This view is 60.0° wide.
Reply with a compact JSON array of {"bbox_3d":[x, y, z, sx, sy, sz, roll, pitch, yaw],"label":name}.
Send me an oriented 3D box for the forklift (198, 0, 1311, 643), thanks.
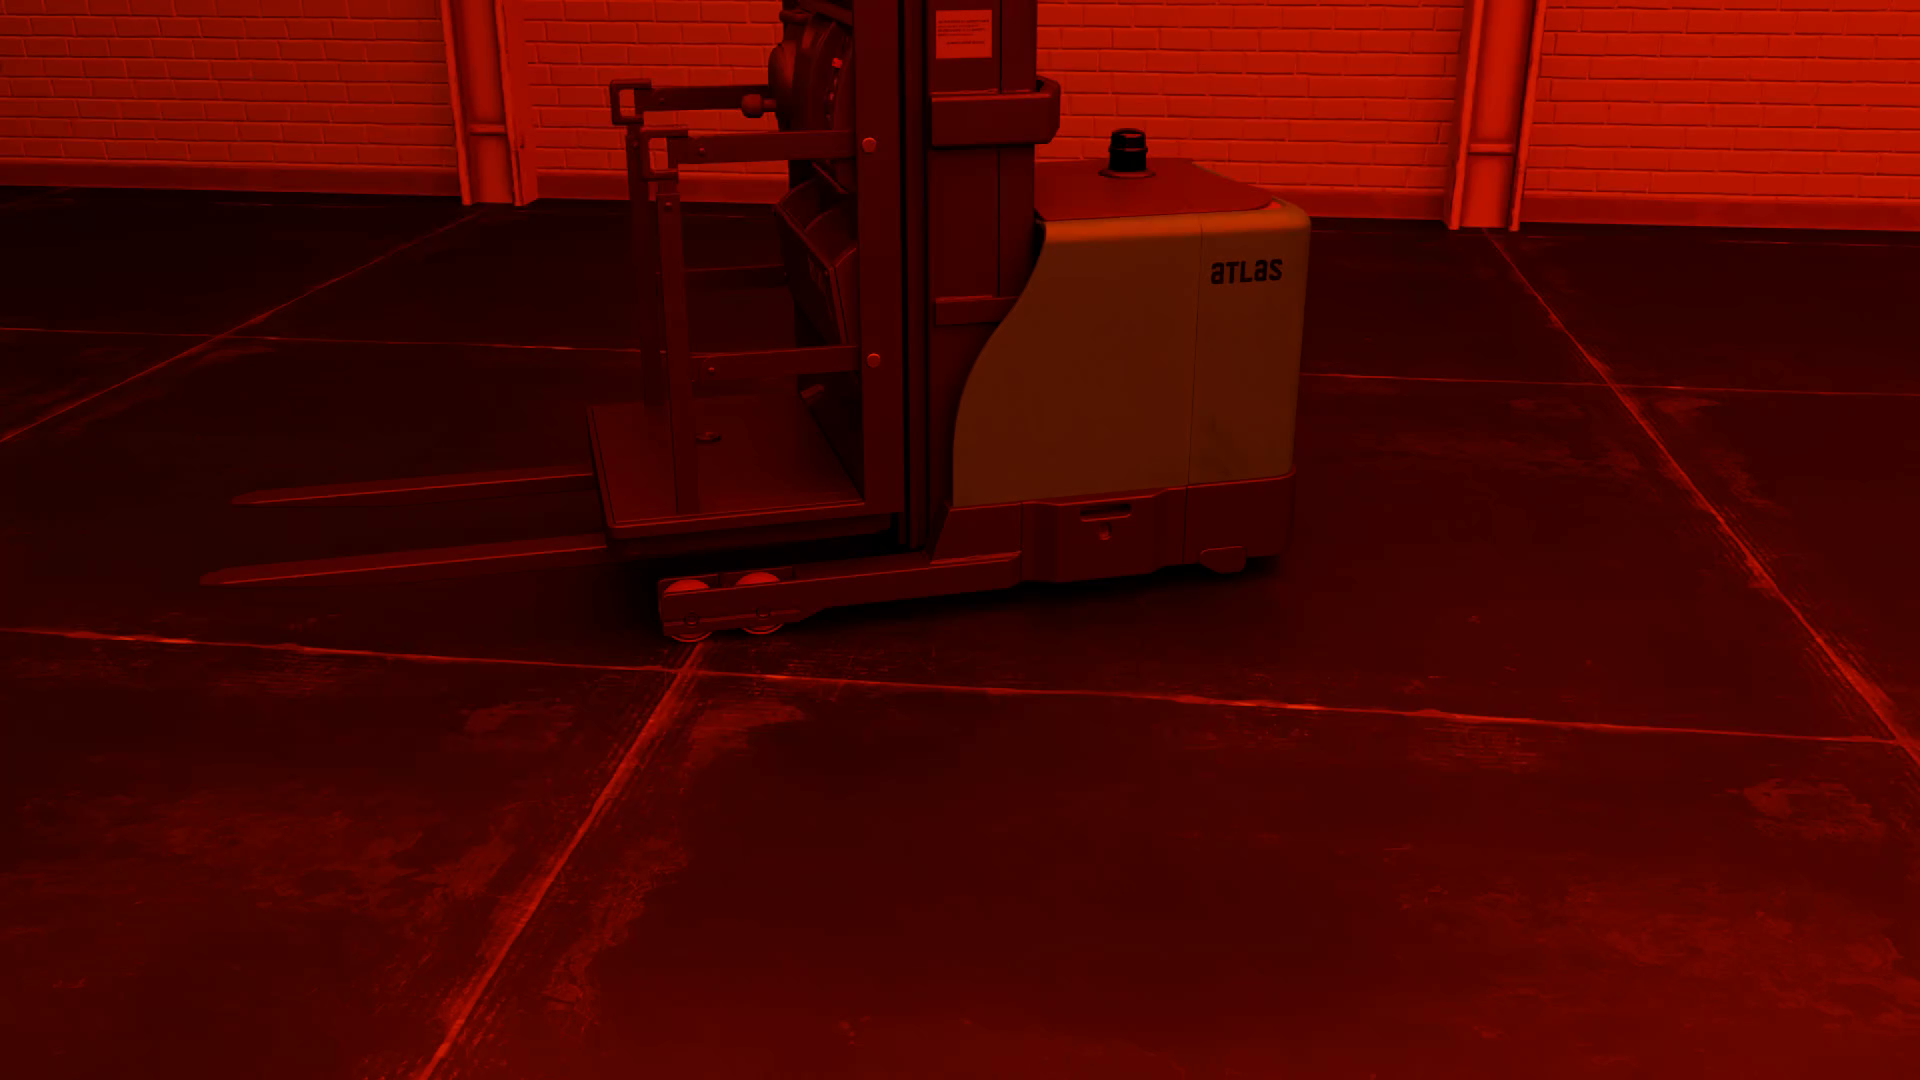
[{"bbox_3d":[-0.588,-1.301,4.485,3.031,2.935,1.130,-6,23,-14],"label":"forklift"}]
